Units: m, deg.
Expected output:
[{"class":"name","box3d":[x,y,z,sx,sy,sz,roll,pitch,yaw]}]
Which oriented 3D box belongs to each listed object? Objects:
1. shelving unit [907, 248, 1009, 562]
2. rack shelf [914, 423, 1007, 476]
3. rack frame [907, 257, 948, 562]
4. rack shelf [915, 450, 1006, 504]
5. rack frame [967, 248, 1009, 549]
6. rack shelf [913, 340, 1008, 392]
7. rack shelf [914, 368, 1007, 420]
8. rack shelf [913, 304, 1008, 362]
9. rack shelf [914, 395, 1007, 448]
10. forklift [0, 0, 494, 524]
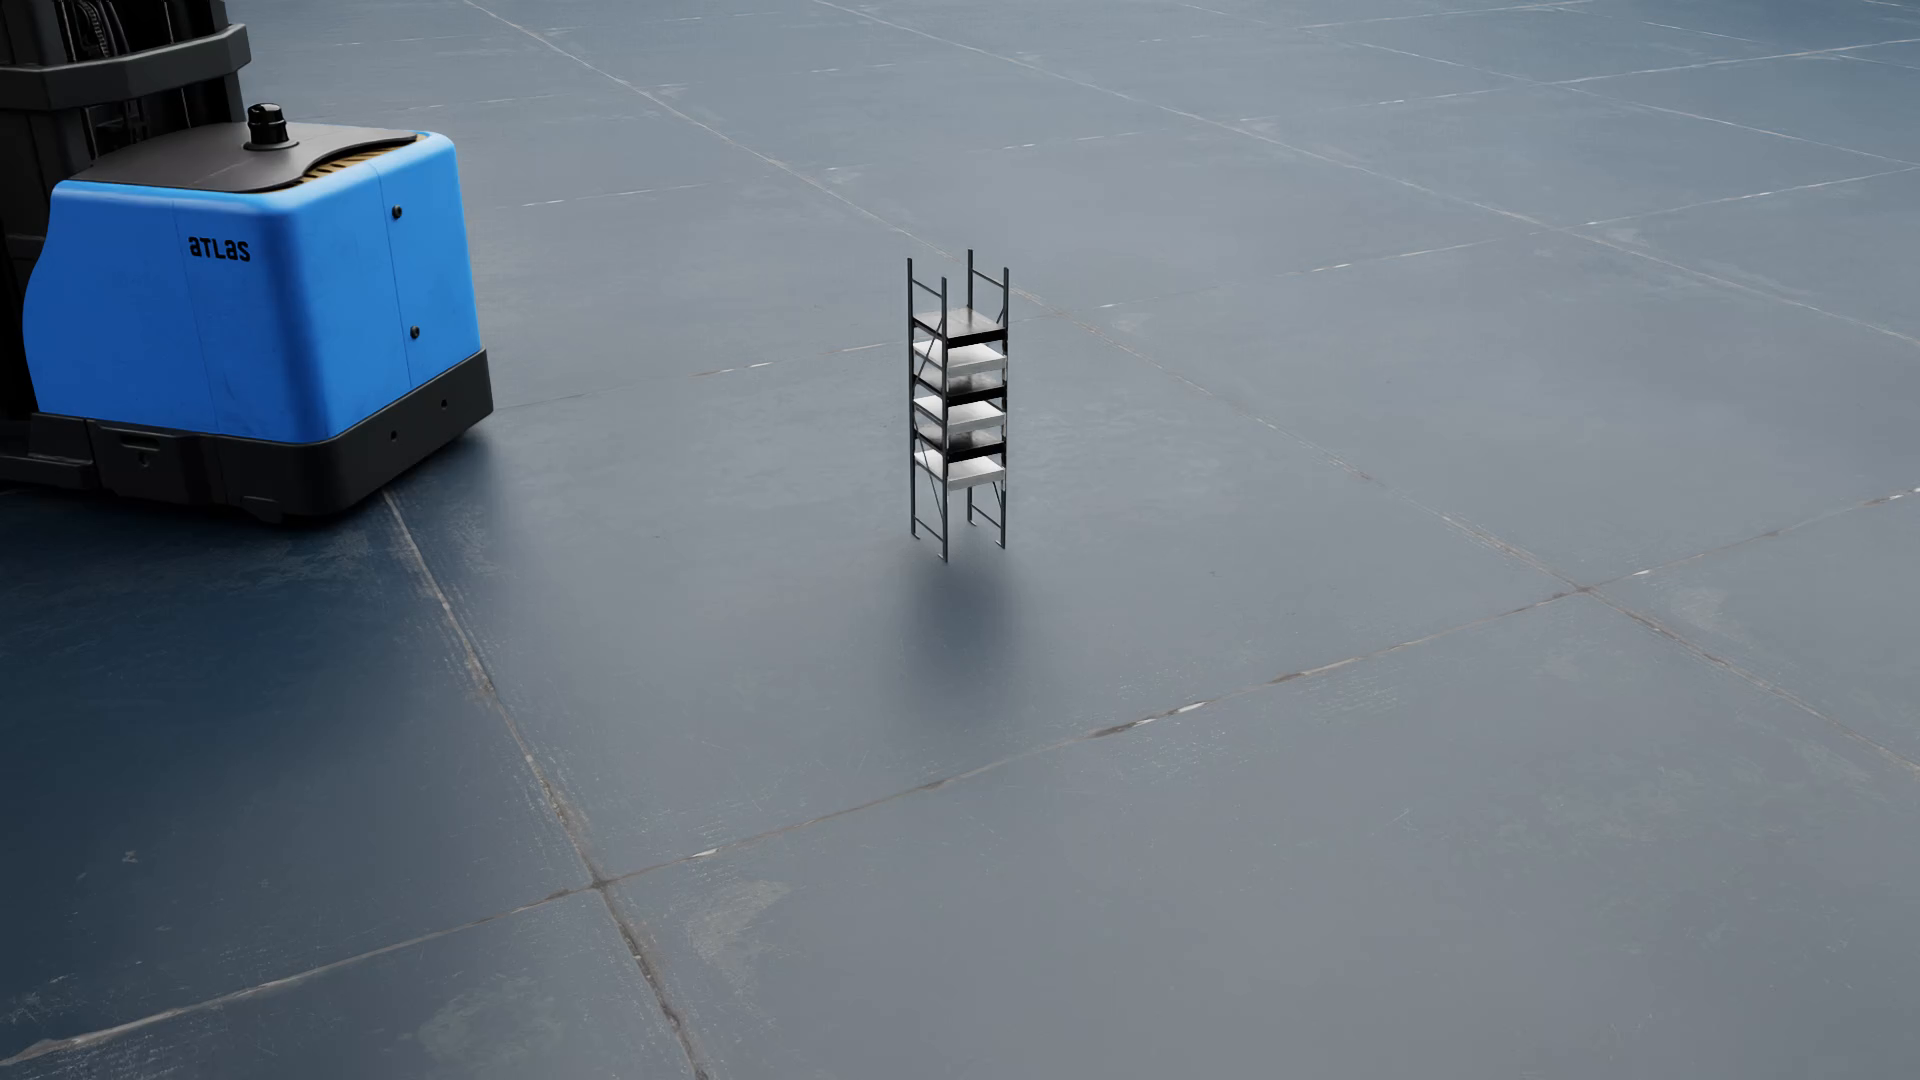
[{"class":"shelving unit","box3d":[-0.007,-0.404,5.052,0.210,0.900,0.258,-13,29,-25]},{"class":"rack shelf","box3d":[-0.007,-0.293,5.105,0.200,0.077,0.258,-13,29,-25]},{"class":"rack frame","box3d":[-0.097,-0.383,5.009,0.006,0.900,0.240,-13,29,-25]},{"class":"rack shelf","box3d":[-0.007,-0.212,5.144,0.200,0.077,0.258,-13,29,-25]},{"class":"rack frame","box3d":[0.083,-0.425,5.095,0.006,0.900,0.240,-13,29,-25]},{"class":"rack shelf","box3d":[-0.007,-0.536,4.988,0.200,0.077,0.258,-13,29,-25]},{"class":"rack shelf","box3d":[-0.007,-0.455,5.027,0.200,0.077,0.258,-13,29,-25]},{"class":"rack shelf","box3d":[-0.007,-0.617,4.949,0.200,0.077,0.258,-13,29,-25]},{"class":"rack shelf","box3d":[-0.007,-0.374,5.066,0.200,0.077,0.258,-13,29,-25]},{"class":"forklift","box3d":[-3.276,-1.723,5.453,3.031,2.935,1.130,7,27,15]}]
